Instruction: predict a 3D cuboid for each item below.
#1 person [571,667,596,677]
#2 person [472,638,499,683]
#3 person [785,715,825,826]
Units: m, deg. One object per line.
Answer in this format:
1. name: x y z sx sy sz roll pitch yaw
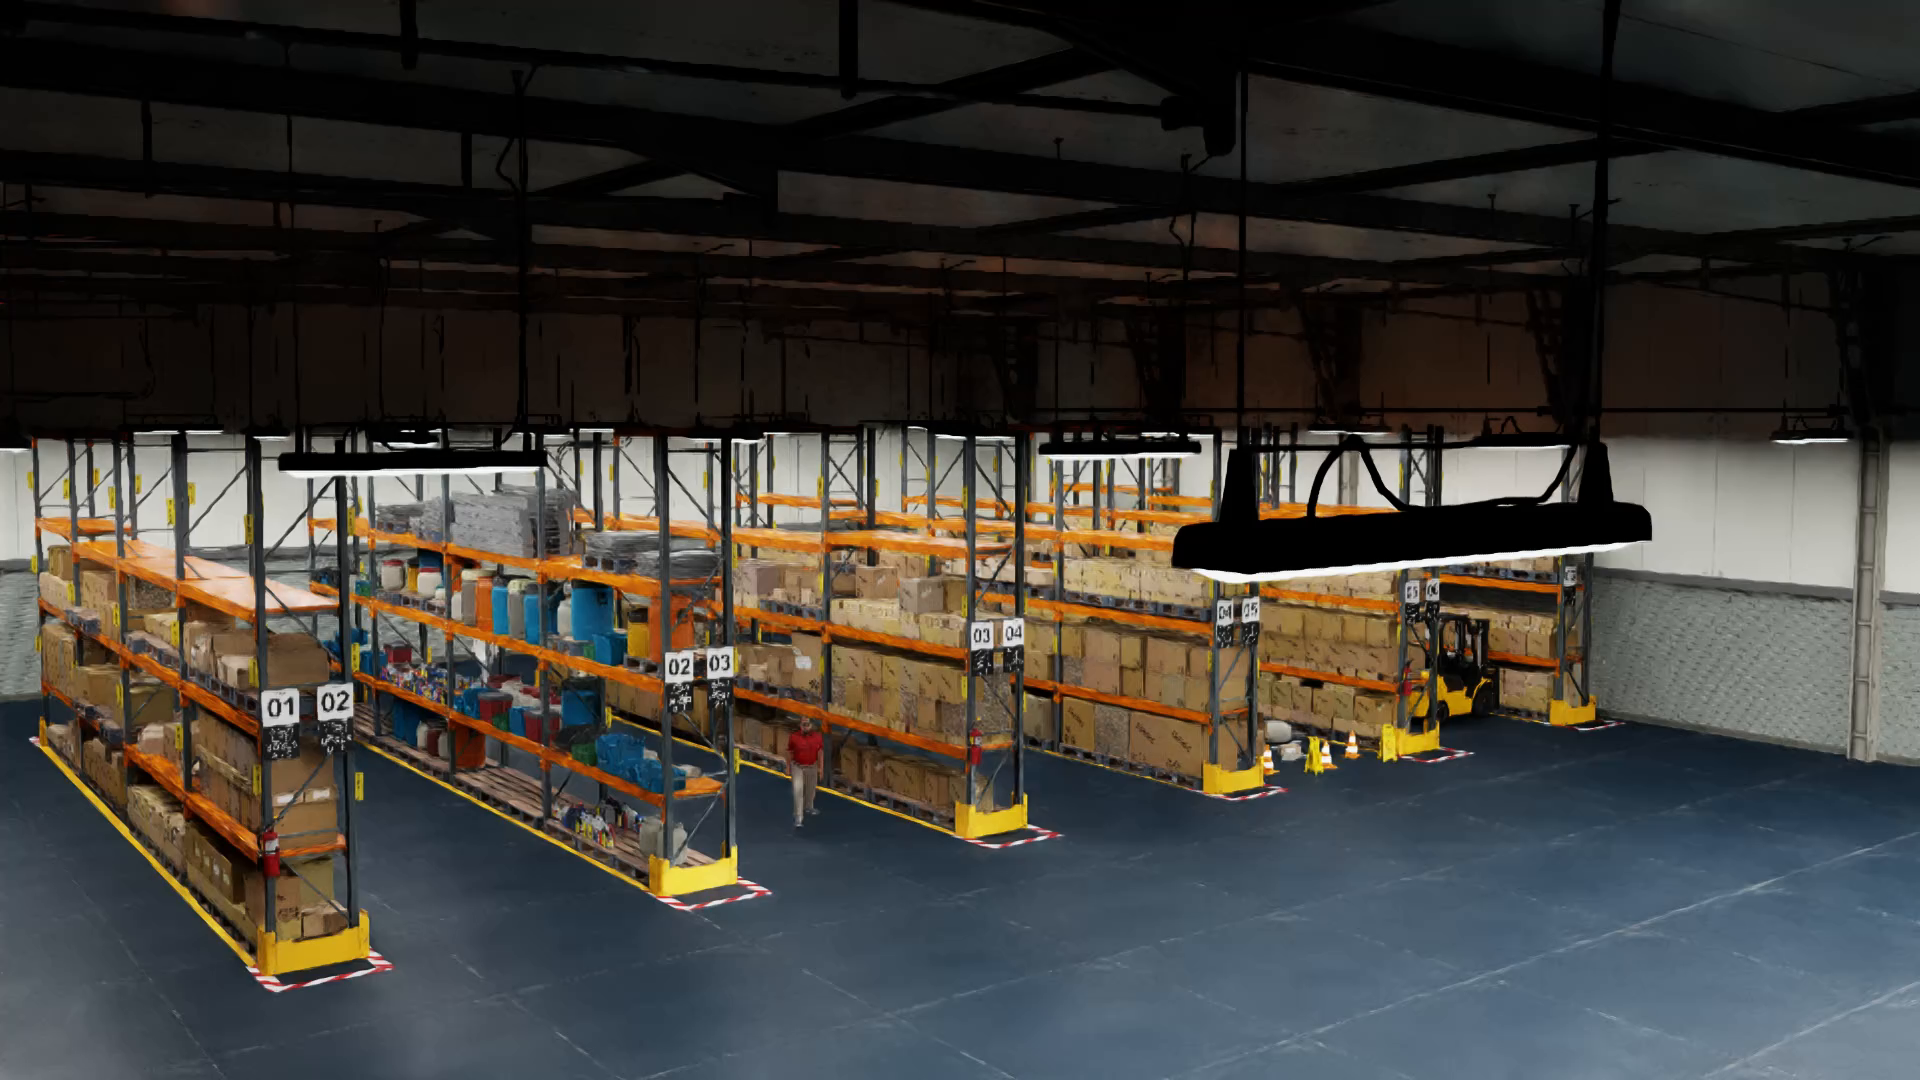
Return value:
1. person: -7.339 2.908 32.599 0.566 1.706 1.122 -3 5 -34
2. person: -10.673 2.513 37.561 0.589 1.697 1.175 -4 6 -38
3. person: -2.373 3.496 25.502 0.582 1.667 0.978 -1 5 -15
